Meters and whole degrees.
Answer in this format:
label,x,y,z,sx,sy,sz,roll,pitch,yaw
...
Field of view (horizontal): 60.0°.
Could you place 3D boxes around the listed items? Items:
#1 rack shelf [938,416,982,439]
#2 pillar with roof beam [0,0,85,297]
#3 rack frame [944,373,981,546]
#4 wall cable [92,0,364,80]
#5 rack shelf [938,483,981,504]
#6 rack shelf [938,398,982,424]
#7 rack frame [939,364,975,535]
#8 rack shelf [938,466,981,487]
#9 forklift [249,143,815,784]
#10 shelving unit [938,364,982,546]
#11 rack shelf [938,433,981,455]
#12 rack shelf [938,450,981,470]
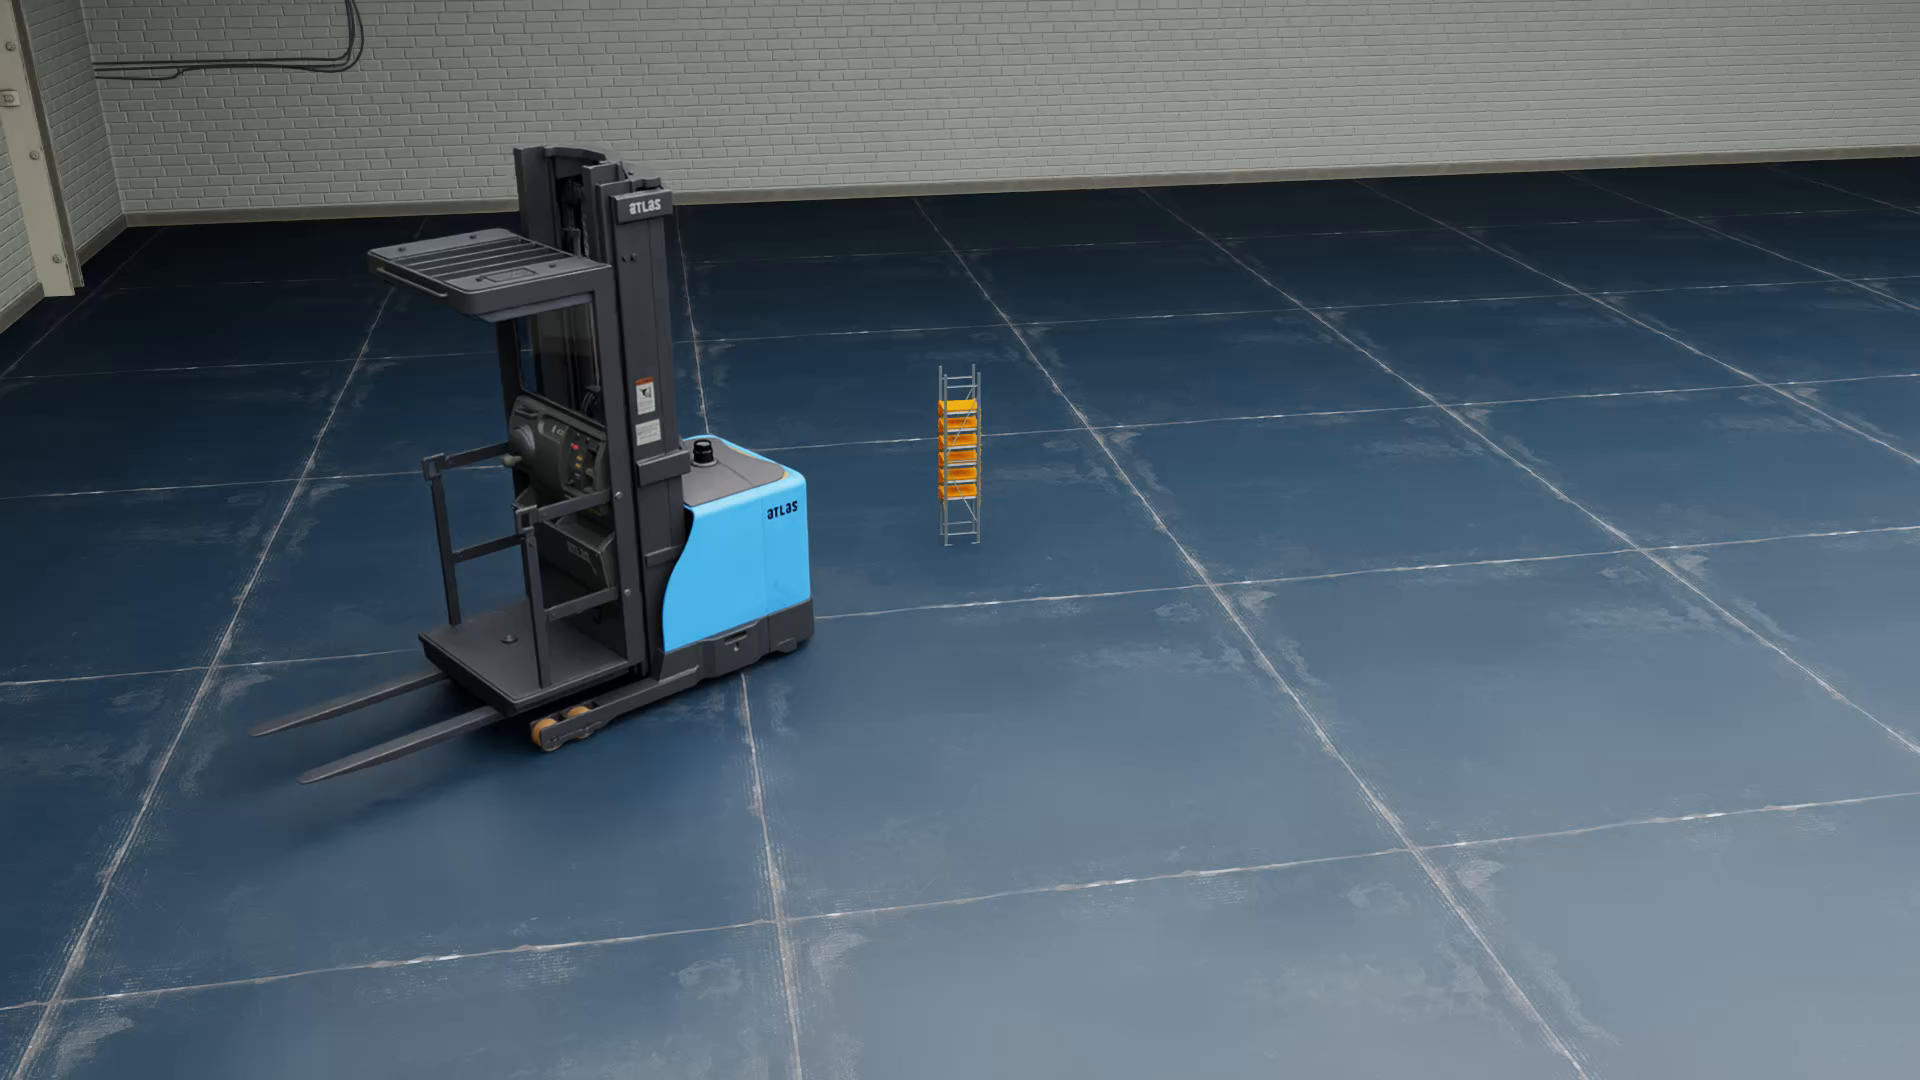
label,x,y,z,sx,sy,sz,roll,pitch,yaw
rack shelf,-0.003,-0.735,10.945,0.258,0.103,0.180,-4,24,-10
pillar with roof beam,-5.002,-7.005,16.045,9.100,9.000,0.400,-4,24,-10
rack frame,0.014,-0.520,10.940,0.240,1.200,0.006,-4,24,-10
wall cable,-8.478,-6.520,18.814,3.097,2.526,0.112,-4,24,-10
rack shelf,-0.003,-0.295,11.137,0.258,0.103,0.180,-4,24,-10
rack shelf,-0.003,-0.845,10.897,0.258,0.103,0.180,-4,24,-10
rack frame,-0.020,-0.592,11.105,0.240,1.200,0.006,-4,24,-10
rack shelf,-0.003,-0.405,11.089,0.258,0.103,0.180,-4,24,-10
forklift,-2.280,-0.475,8.675,3.031,2.935,1.130,-20,31,-38
shelving unit,-0.003,-0.556,11.023,0.258,1.200,0.189,-4,24,-10
rack shelf,-0.003,-0.625,10.993,0.258,0.103,0.180,-4,24,-10
rack shelf,-0.003,-0.515,11.041,0.258,0.103,0.180,-4,24,-10
